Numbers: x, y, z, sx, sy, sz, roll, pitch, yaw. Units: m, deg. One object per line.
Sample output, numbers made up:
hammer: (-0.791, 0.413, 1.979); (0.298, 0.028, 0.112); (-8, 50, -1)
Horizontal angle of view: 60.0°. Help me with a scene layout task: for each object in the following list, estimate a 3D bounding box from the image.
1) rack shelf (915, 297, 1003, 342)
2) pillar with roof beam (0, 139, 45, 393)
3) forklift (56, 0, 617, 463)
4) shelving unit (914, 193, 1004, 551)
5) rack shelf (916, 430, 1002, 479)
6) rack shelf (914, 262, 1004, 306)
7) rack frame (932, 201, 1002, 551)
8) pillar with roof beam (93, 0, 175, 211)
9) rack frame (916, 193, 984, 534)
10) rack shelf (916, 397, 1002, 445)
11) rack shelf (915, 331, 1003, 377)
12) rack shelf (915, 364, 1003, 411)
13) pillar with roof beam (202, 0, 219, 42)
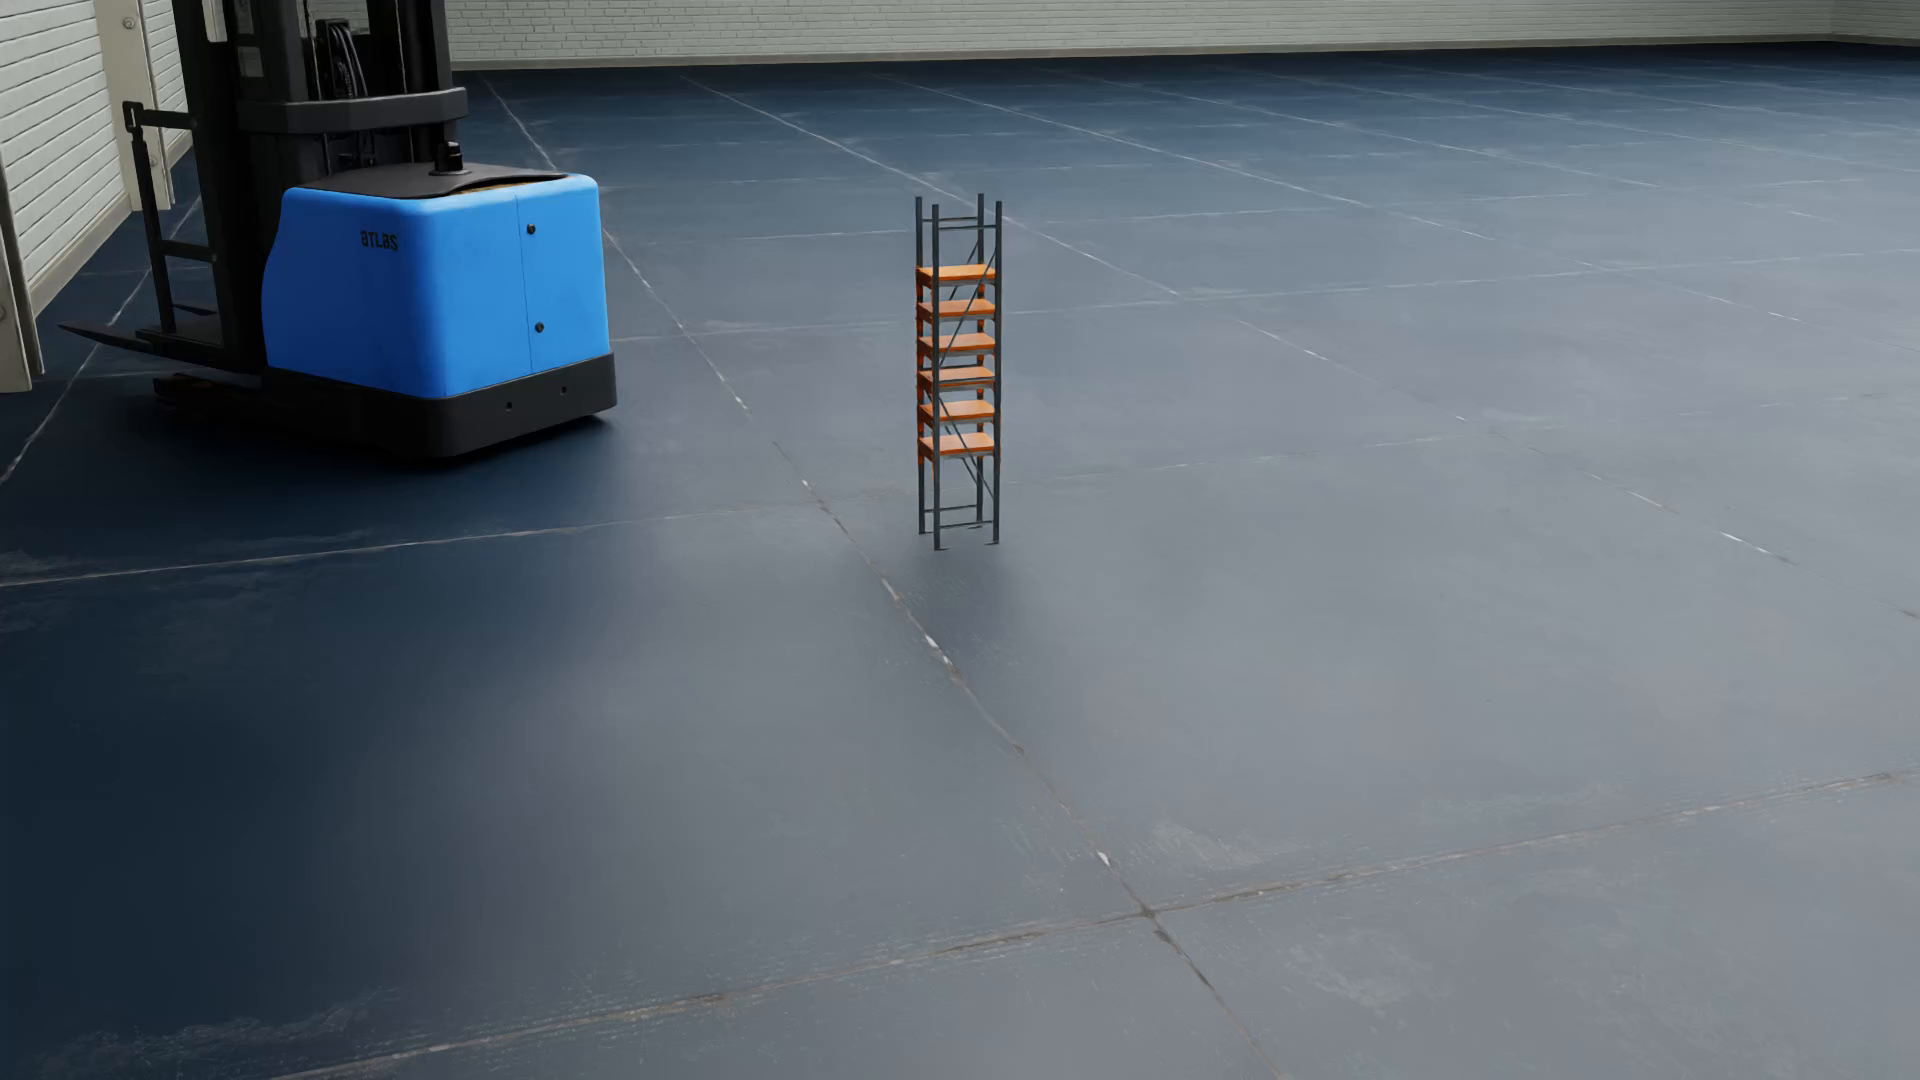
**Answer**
rack shelf: (-0.005, -0.753, 5.660); (0.258, 0.103, 0.180); (-6, 21, -17)
pillar with roof beam: (-0.532, -5.447, 7.770); (9.100, 9.000, 0.400); (-6, 21, -17)
forklift: (-3.032, -2.054, 7.300); (3.031, 2.935, 1.130); (13, 23, 31)
shelving unit: (-0.005, -0.569, 5.727); (0.258, 1.200, 0.189); (-6, 21, -17)
rack shelf: (-0.005, -0.302, 5.823); (0.258, 0.103, 0.180); (-6, 21, -17)
rack shelf: (-0.005, -0.866, 5.620); (0.258, 0.103, 0.180); (-6, 21, -17)
rack frame: (0.024, -0.540, 5.645); (0.240, 1.200, 0.006); (-6, 21, -17)
pillar with roof beam: (-2.418, -7.373, 13.131); (9.100, 9.000, 0.400); (-6, 21, -17)
rack frame: (-0.033, -0.599, 5.808); (0.240, 1.200, 0.006); (-6, 21, -17)
rack shelf: (-0.005, -0.415, 5.782); (0.258, 0.103, 0.180); (-6, 21, -17)
rack shelf: (-0.005, -0.640, 5.701); (0.258, 0.103, 0.180); (-6, 21, -17)
rack shelf: (-0.005, -0.528, 5.742); (0.258, 0.103, 0.180); (-6, 21, -17)
pillar with roof beam: (-4.304, -9.298, 18.491); (9.100, 9.000, 0.400); (-6, 21, -17)
